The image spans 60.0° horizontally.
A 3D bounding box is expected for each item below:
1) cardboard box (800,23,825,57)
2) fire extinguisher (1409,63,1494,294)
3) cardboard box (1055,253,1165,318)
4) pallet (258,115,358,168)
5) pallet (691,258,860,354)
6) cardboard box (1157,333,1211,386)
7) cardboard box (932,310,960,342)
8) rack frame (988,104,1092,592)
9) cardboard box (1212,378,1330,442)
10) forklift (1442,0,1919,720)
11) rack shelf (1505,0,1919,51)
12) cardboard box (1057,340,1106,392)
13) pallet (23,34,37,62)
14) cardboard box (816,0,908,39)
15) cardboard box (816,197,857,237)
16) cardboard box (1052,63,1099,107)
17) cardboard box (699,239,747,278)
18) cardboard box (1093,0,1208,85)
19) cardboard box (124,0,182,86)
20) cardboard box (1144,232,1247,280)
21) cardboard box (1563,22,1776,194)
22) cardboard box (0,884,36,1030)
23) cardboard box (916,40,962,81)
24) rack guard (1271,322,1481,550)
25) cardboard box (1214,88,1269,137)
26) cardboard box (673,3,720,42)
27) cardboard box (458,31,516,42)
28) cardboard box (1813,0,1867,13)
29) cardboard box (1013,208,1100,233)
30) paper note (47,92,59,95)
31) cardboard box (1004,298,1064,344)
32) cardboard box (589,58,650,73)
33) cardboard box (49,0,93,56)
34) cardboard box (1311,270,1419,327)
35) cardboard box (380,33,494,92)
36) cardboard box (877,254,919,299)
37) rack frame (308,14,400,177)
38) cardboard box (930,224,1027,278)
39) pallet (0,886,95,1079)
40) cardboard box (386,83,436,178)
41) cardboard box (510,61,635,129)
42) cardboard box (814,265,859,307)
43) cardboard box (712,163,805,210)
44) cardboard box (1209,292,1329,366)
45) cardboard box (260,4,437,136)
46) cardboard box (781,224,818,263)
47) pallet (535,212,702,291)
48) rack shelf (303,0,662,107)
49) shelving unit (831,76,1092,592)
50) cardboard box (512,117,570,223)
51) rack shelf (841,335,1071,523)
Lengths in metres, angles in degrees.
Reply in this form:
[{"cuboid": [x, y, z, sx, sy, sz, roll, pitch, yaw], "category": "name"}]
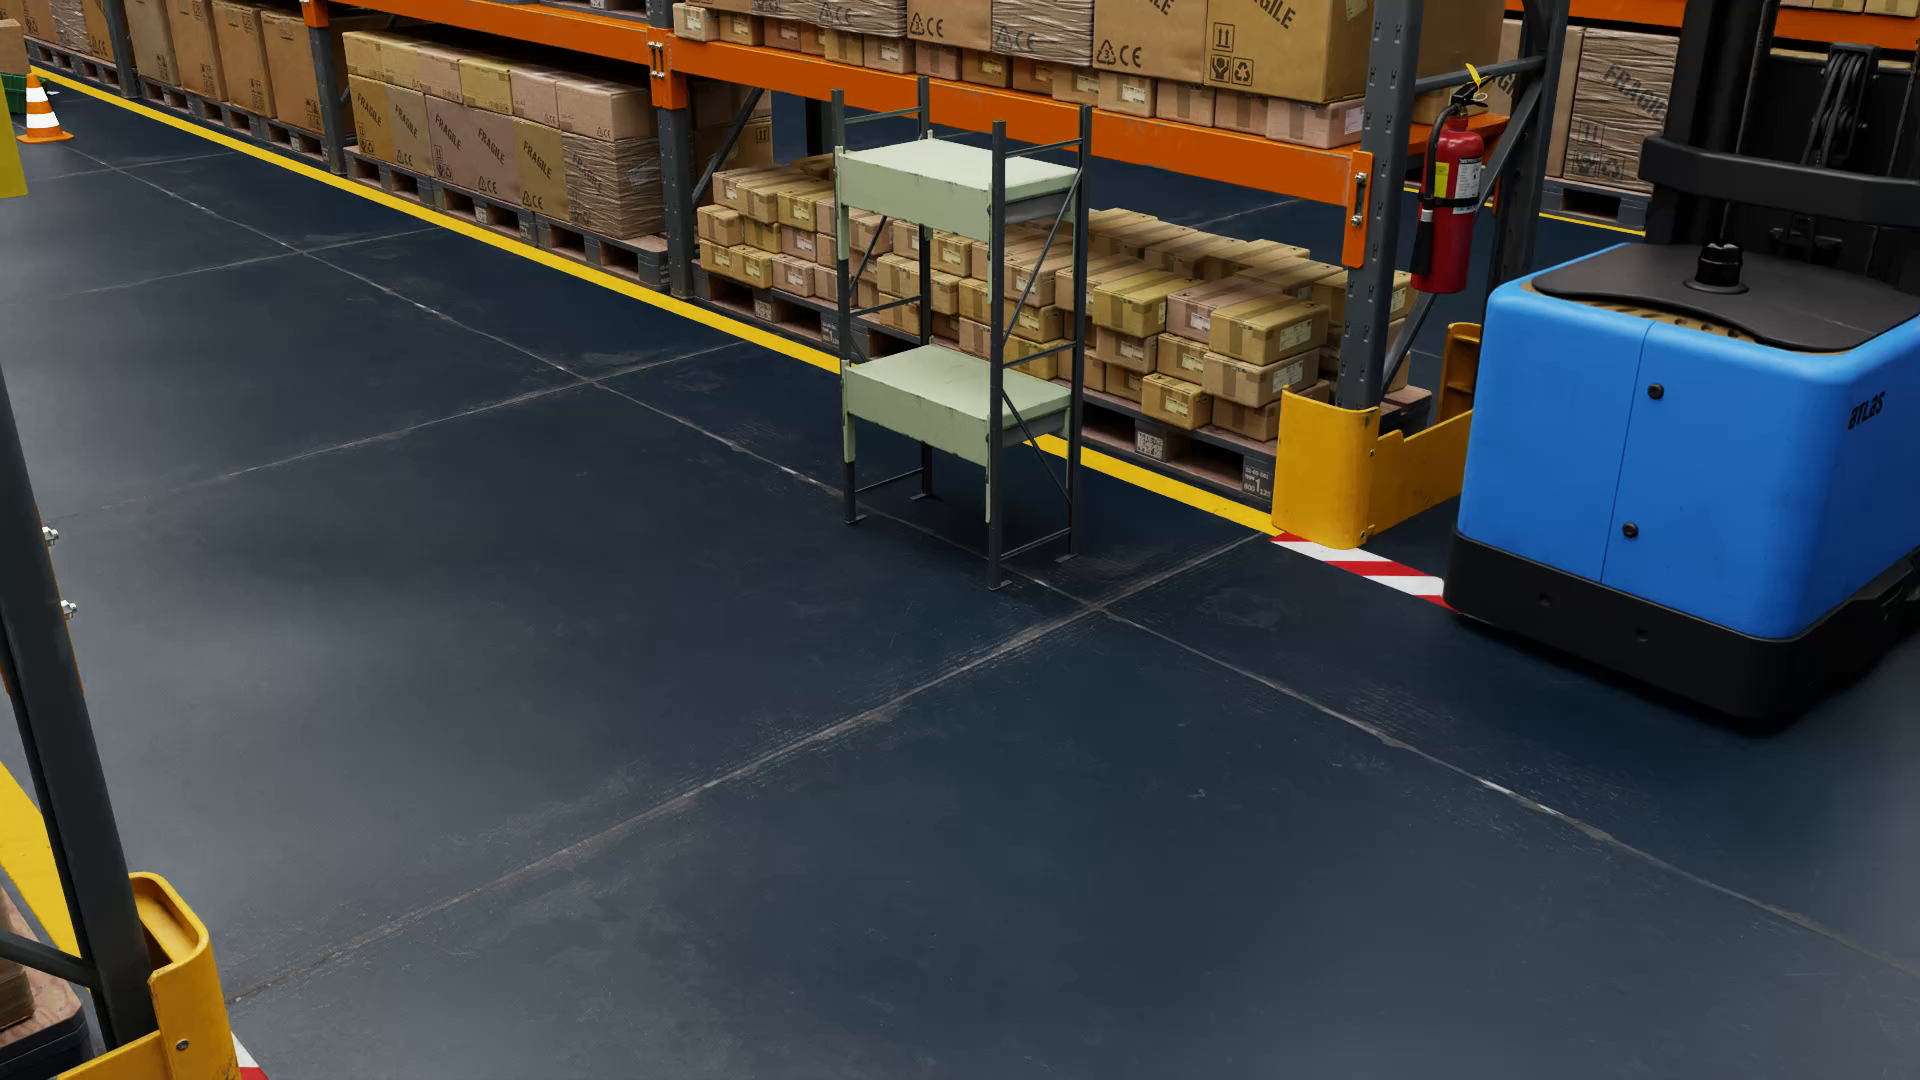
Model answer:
[{"cuboid": [-0.479, -2.226, 7.318, 0.250, 0.149, 0.380, 22, 33, 39], "category": "cardboard box"}, {"cuboid": [1.503, -1.102, 5.094, 0.296, 0.674, 0.183, -21, 32, -38], "category": "fire extinguisher"}, {"cuboid": [0.591, -0.998, 6.537, 0.250, 0.149, 0.380, 22, 33, 40], "category": "cardboard box"}, {"cuboid": [-4.284, -2.929, 11.917, 1.003, 0.211, 1.213, -21, 32, -38], "category": "pallet"}, {"cuboid": [-0.582, -1.264, 8.266, 1.003, 0.211, 1.213, -21, 32, -38], "category": "pallet"}, {"cuboid": [0.959, -0.717, 6.278, 0.380, 0.149, 0.250, -22, 33, -40], "category": "cardboard box"}, {"cuboid": [0.100, -0.979, 7.211, 0.380, 0.149, 0.250, -20, 31, -37], "category": "cardboard box"}, {"cuboid": [0.246, -0.573, 5.200, 0.400, 1.500, 0.023, -21, 32, -38], "category": "rack frame"}, {"cuboid": [1.156, -0.508, 6.179, 0.380, 0.149, 0.250, -21, 32, -38], "category": "cardboard box"}, {"cuboid": [2.928, -1.347, 5.171, 3.031, 2.935, 1.130, -21, 32, -38], "category": "forklift"}, {"cuboid": [3.990, -3.169, 9.949, 1.077, 0.370, 4.000, -21, 32, -38], "category": "rack shelf"}, {"cuboid": [0.610, -0.733, 6.672, 0.380, 0.149, 0.250, -21, 32, -38], "category": "cardboard box"}, {"cuboid": [-8.665, -4.873, 16.177, 1.003, 0.211, 1.213, -21, 32, -38], "category": "pallet"}, {"cuboid": [-0.250, -2.374, 6.862, 0.500, 0.500, 0.500, -22, 33, -39], "category": "cardboard box"}, {"cuboid": [-0.433, -1.492, 7.619, 0.380, 0.149, 0.250, -22, 33, -40], "category": "cardboard box"}, {"cuboid": [0.563, -1.735, 6.242, 0.250, 0.149, 0.380, 22, 33, 39], "category": "cardboard box"}, {"cuboid": [-1.052, -1.418, 8.174, 0.250, 0.149, 0.380, 22, 33, 40], "category": "cardboard box"}, {"cuboid": [0.824, -1.915, 5.856, 0.500, 0.500, 0.500, -22, 32, -39], "category": "cardboard box"}, {"cuboid": [-6.044, -4.155, 13.448, 1.050, 0.750, 0.750, -21, 32, -39], "category": "cardboard box"}, {"cuboid": [0.973, -1.148, 6.864, 0.250, 0.149, 0.380, 22, 32, 39], "category": "cardboard box"}, {"cuboid": [4.239, -2.562, 9.805, 0.875, 0.875, 0.875, -21, 32, -38], "category": "cardboard box"}, {"cuboid": [-2.401, 0.724, 3.130, 0.875, 0.438, 0.875, 22, 33, 40], "category": "cardboard box"}, {"cuboid": [0.041, -1.980, 6.778, 0.380, 0.149, 0.250, -20, 31, -37], "category": "cardboard box"}, {"cuboid": [1.616, -0.400, 6.024, 1.175, 0.500, 0.348, -21, 32, -38], "category": "rack guard"}, {"cuboid": [1.096, -1.504, 5.736, 0.380, 0.149, 0.250, -21, 32, -39], "category": "cardboard box"}, {"cuboid": [-1.112, -2.433, 7.772, 0.380, 0.149, 0.250, -20, 31, -37], "category": "cardboard box"}, {"cuboid": [-2.788, -3.050, 10.424, 0.500, 0.250, 0.500, -21, 32, -38], "category": "cardboard box"}, {"cuboid": [4.695, -2.869, 8.727, 0.380, 0.149, 0.250, -21, 32, -38], "category": "cardboard box"}, {"cuboid": [0.402, -1.376, 7.364, 0.380, 0.149, 0.250, -21, 32, -38], "category": "cardboard box"}, {"cuboid": [-7.655, -3.746, 13.924, 0.142, 0.020, 0.147, 3, 25, 6], "category": "paper note"}, {"cuboid": [0.379, -0.932, 6.750, 0.380, 0.149, 0.250, -21, 32, -38], "category": "cardboard box"}, {"cuboid": [-1.744, -2.580, 9.394, 0.500, 0.250, 0.500, -20, 31, -37], "category": "cardboard box"}, {"cuboid": [-7.532, -4.856, 14.835, 0.875, 0.875, 0.875, -21, 32, -38], "category": "cardboard box"}, {"cuboid": [1.558, -0.934, 6.395, 0.250, 0.149, 0.380, 22, 32, 39], "category": "cardboard box"}, {"cuboid": [-3.159, -2.902, 10.098, 0.500, 0.250, 0.500, -22, 32, -39], "category": "cardboard box"}, {"cuboid": [-0.141, -1.173, 7.277, 0.380, 0.149, 0.250, -22, 32, -39], "category": "cardboard box"}, {"cuboid": [-3.800, -3.938, 10.768, 1.000, 3.000, 0.127, -21, 32, -38], "category": "rack frame"}, {"cuboid": [0.067, -1.247, 7.081, 0.380, 0.149, 0.250, -21, 32, -38], "category": "cardboard box"}, {"cuboid": [-2.480, 0.969, 3.371, 1.003, 0.211, 1.213, -21, 32, -38], "category": "pallet"}, {"cuboid": [-3.157, -2.554, 10.239, 0.500, 0.500, 0.500, -21, 32, -38], "category": "cardboard box"}, {"cuboid": [-2.102, -2.434, 9.074, 0.500, 0.250, 0.500, -19, 31, -36], "category": "cardboard box"}, {"cuboid": [-0.452, -1.215, 7.727, 0.380, 0.149, 0.250, -22, 33, -39], "category": "cardboard box"}, {"cuboid": [-0.982, -1.727, 8.135, 0.380, 0.149, 0.250, -20, 31, -36], "category": "cardboard box"}, {"cuboid": [1.121, -0.767, 6.030, 0.380, 0.149, 0.250, -21, 32, -38], "category": "cardboard box"}, {"cuboid": [-4.151, -3.315, 11.608, 1.050, 0.750, 0.750, -22, 32, -39], "category": "cardboard box"}, {"cuboid": [-0.621, -1.440, 7.863, 0.380, 0.149, 0.250, -21, 32, -39], "category": "cardboard box"}, {"cuboid": [-1.600, -1.693, 9.206, 1.003, 0.211, 1.213, -21, 32, -38], "category": "pallet"}, {"cuboid": [-2.433, -3.005, 9.589, 1.077, 0.370, 4.000, -21, 32, -38], "category": "rack shelf"}, {"cuboid": [-0.005, -0.684, 5.443, 0.431, 1.500, 0.755, -21, 32, -38], "category": "shelving unit"}, {"cuboid": [-2.107, -2.088, 9.219, 0.500, 0.500, 0.500, -22, 33, -40], "category": "cardboard box"}, {"cuboid": [-0.005, -0.388, 5.578, 0.431, 0.370, 0.720, -21, 32, -38], "category": "rack shelf"}]
